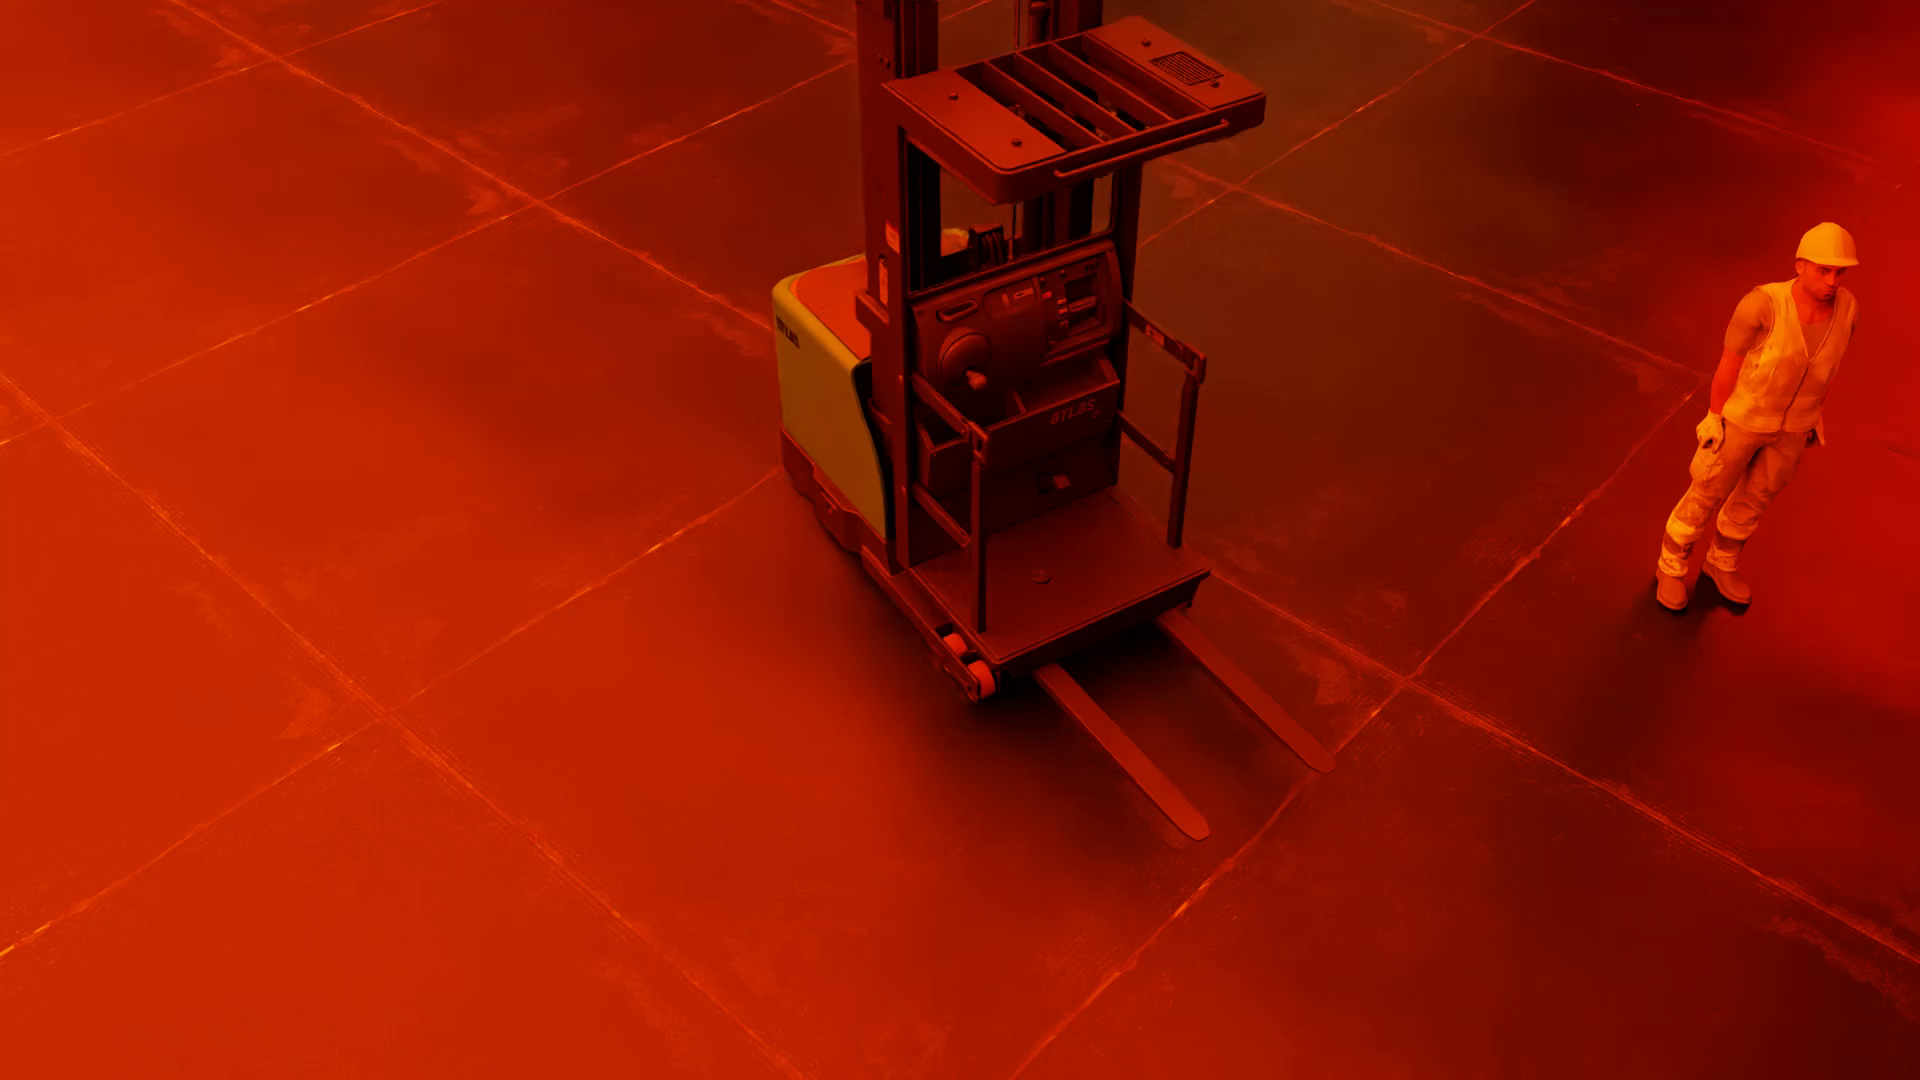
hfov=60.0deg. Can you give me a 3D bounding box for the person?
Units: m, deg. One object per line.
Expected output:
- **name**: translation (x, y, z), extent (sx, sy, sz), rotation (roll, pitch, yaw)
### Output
- **person**: translation (3.331, -0.481, 6.866), extent (0.535, 1.795, 0.372), rotation (-3, 41, -3)

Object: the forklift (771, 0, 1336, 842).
- **forklift**: translation (0.351, -0.796, 6.356), extent (1.130, 2.935, 3.031), rotation (-22, 45, -24)
